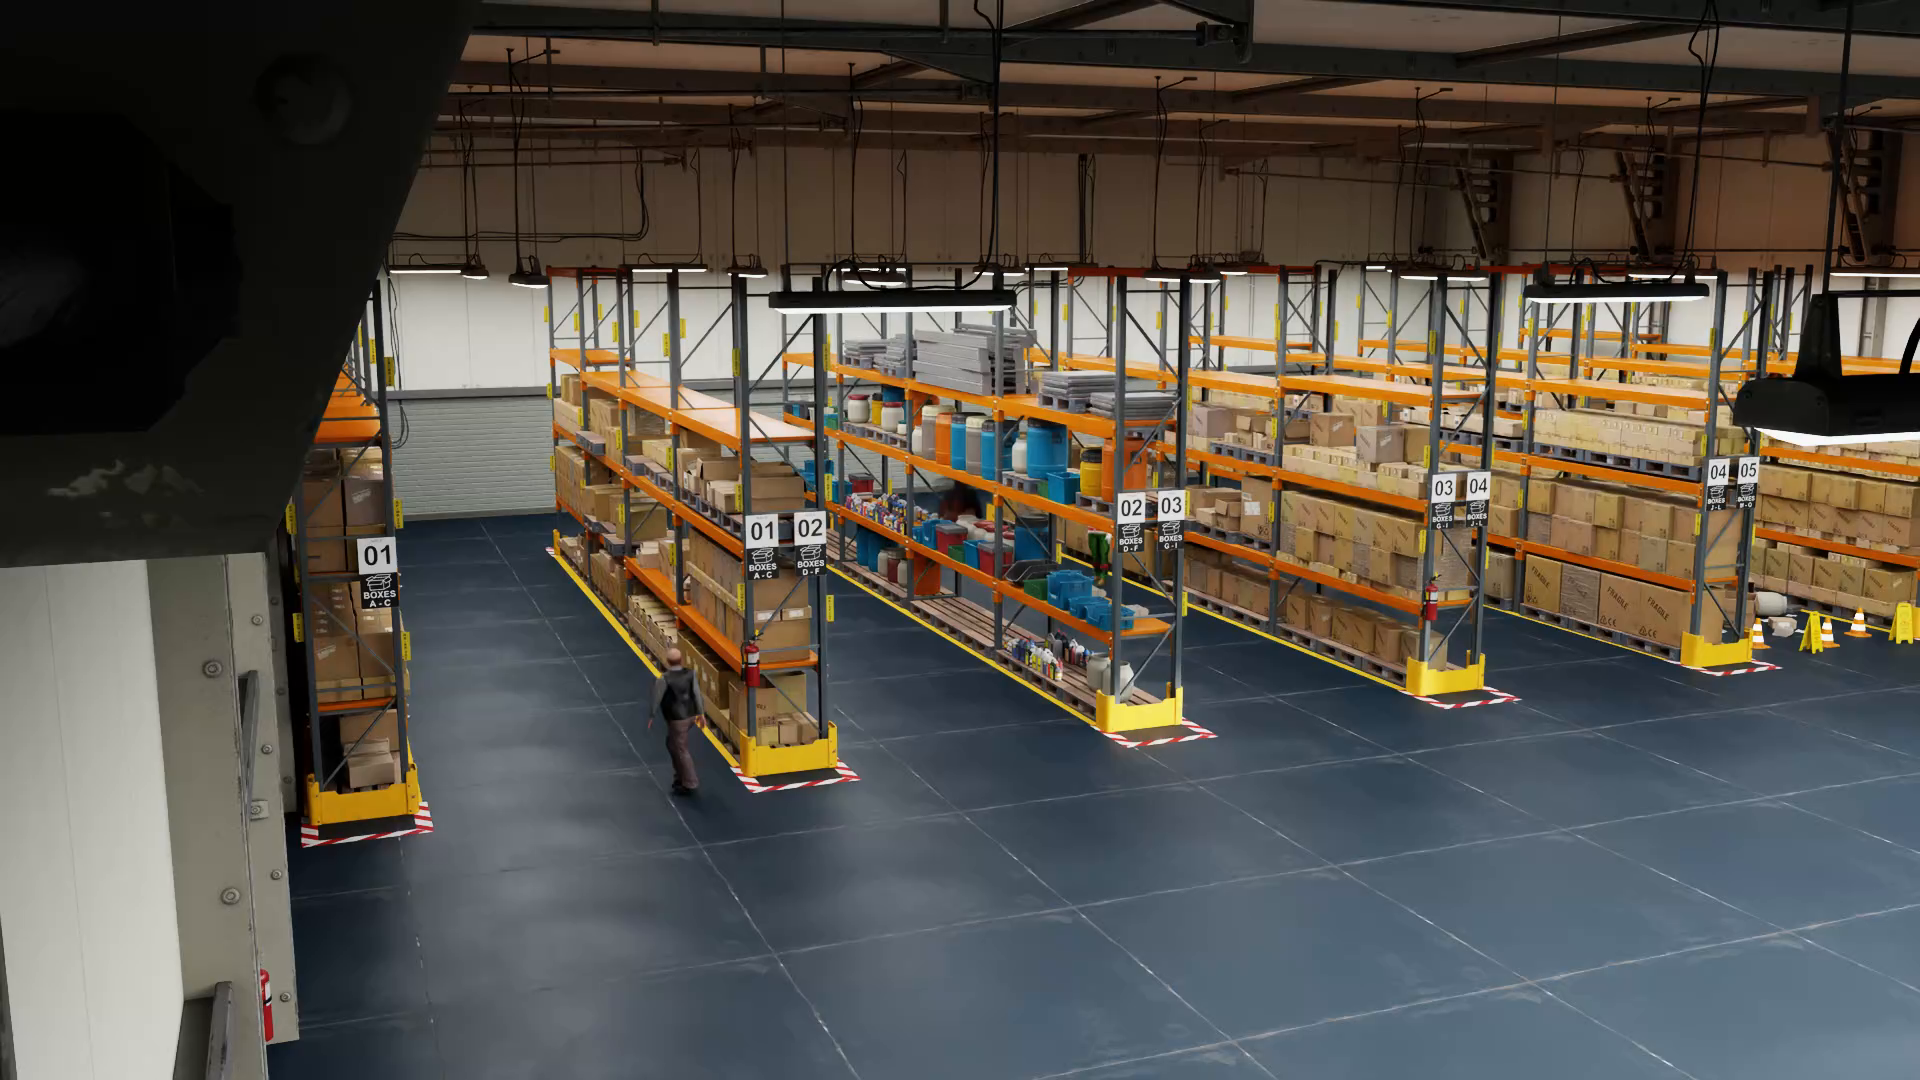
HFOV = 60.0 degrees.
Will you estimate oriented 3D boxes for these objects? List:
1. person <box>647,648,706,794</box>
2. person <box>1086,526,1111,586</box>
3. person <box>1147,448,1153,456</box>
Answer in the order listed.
[{"bbox_3d":[-3.343,2.155,19.526,0.626,1.781,0.474,3,10,15],"label":"person"},{"bbox_3d":[2.543,-0.096,30.362,0.551,1.803,0.510,5,11,27],"label":"person"},{"bbox_3d":[4.429,-1.356,39.516,0.576,1.796,0.635,-2,10,-10],"label":"person"}]
